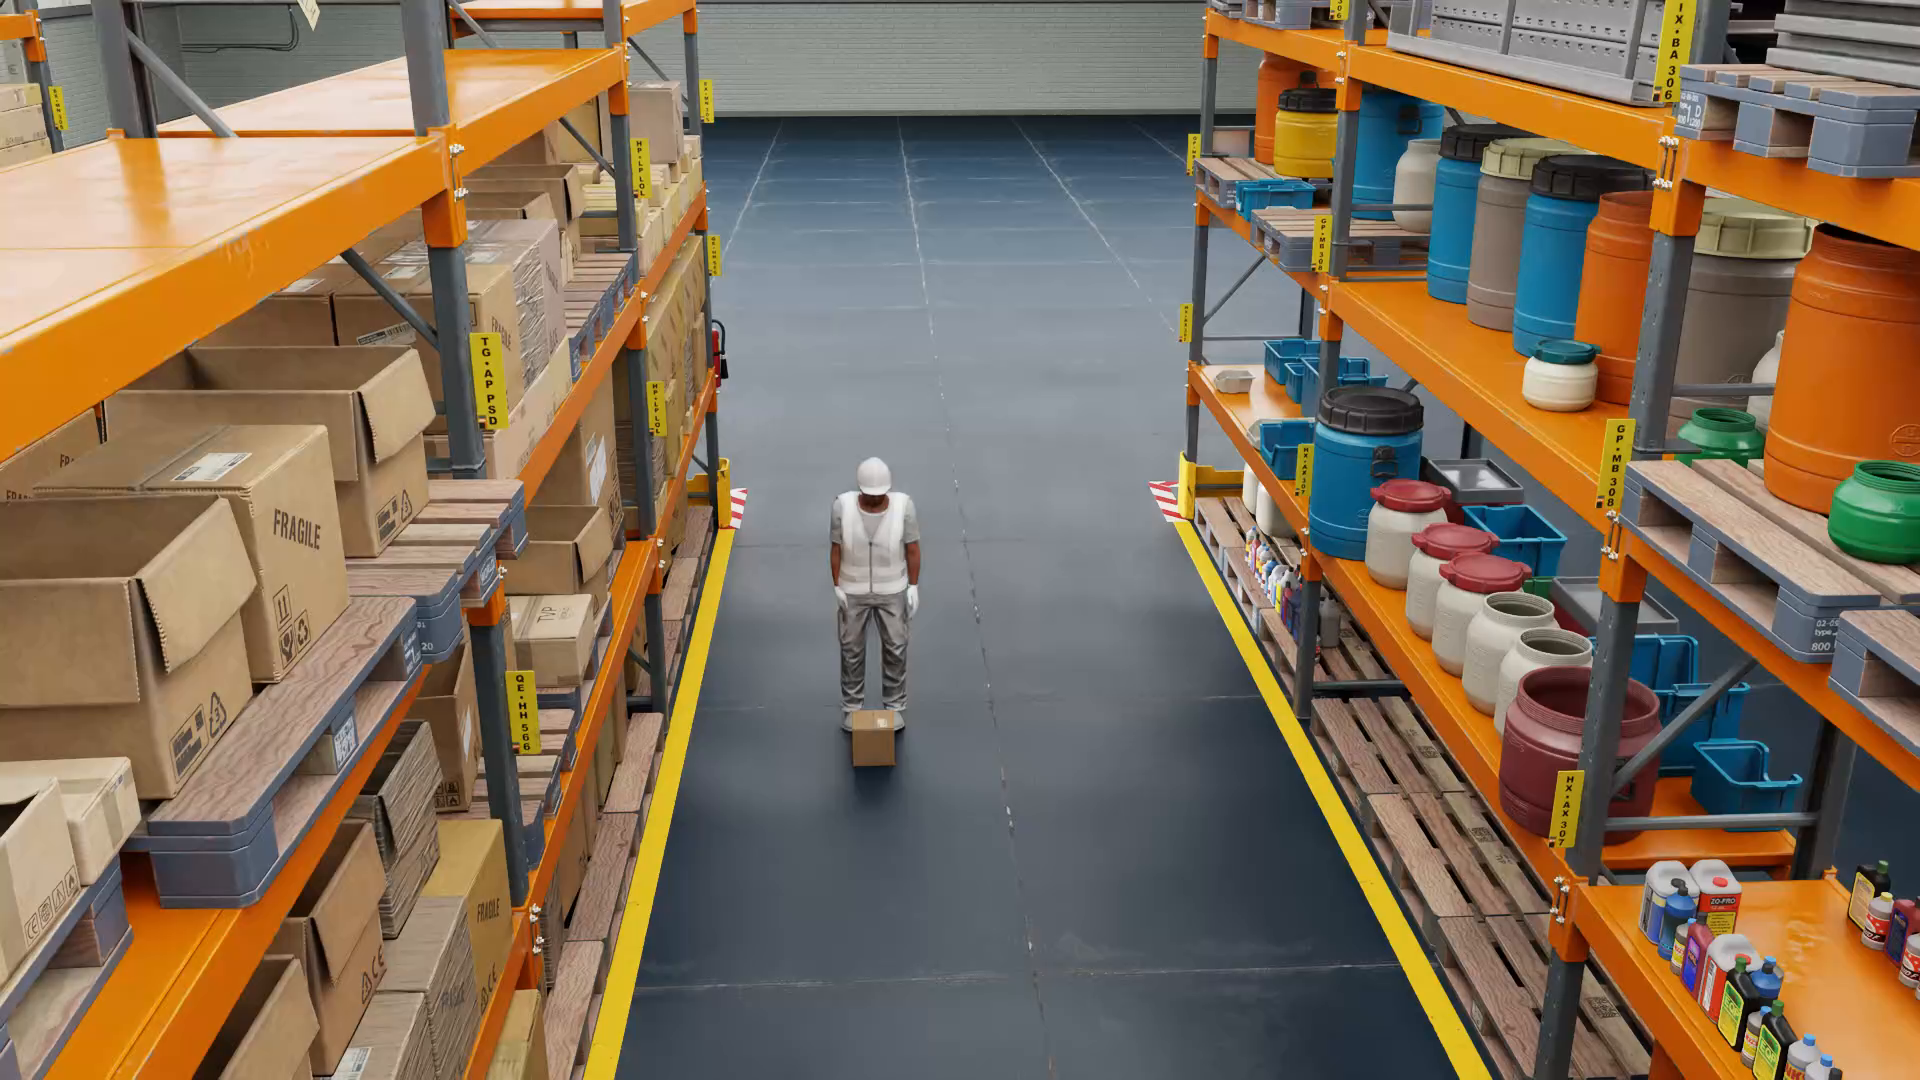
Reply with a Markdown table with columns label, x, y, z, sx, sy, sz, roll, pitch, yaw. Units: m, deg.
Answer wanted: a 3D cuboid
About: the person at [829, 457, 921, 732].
| label | x | y | z | sx | sy | sz | roll | pitch | yaw |
| --- | --- | --- | --- | --- | --- | --- | --- | --- | --- |
| person | -0.516 | 0.322 | 10.201 | 0.557 | 1.765 | 0.389 | -1 | 20 | -2 |
